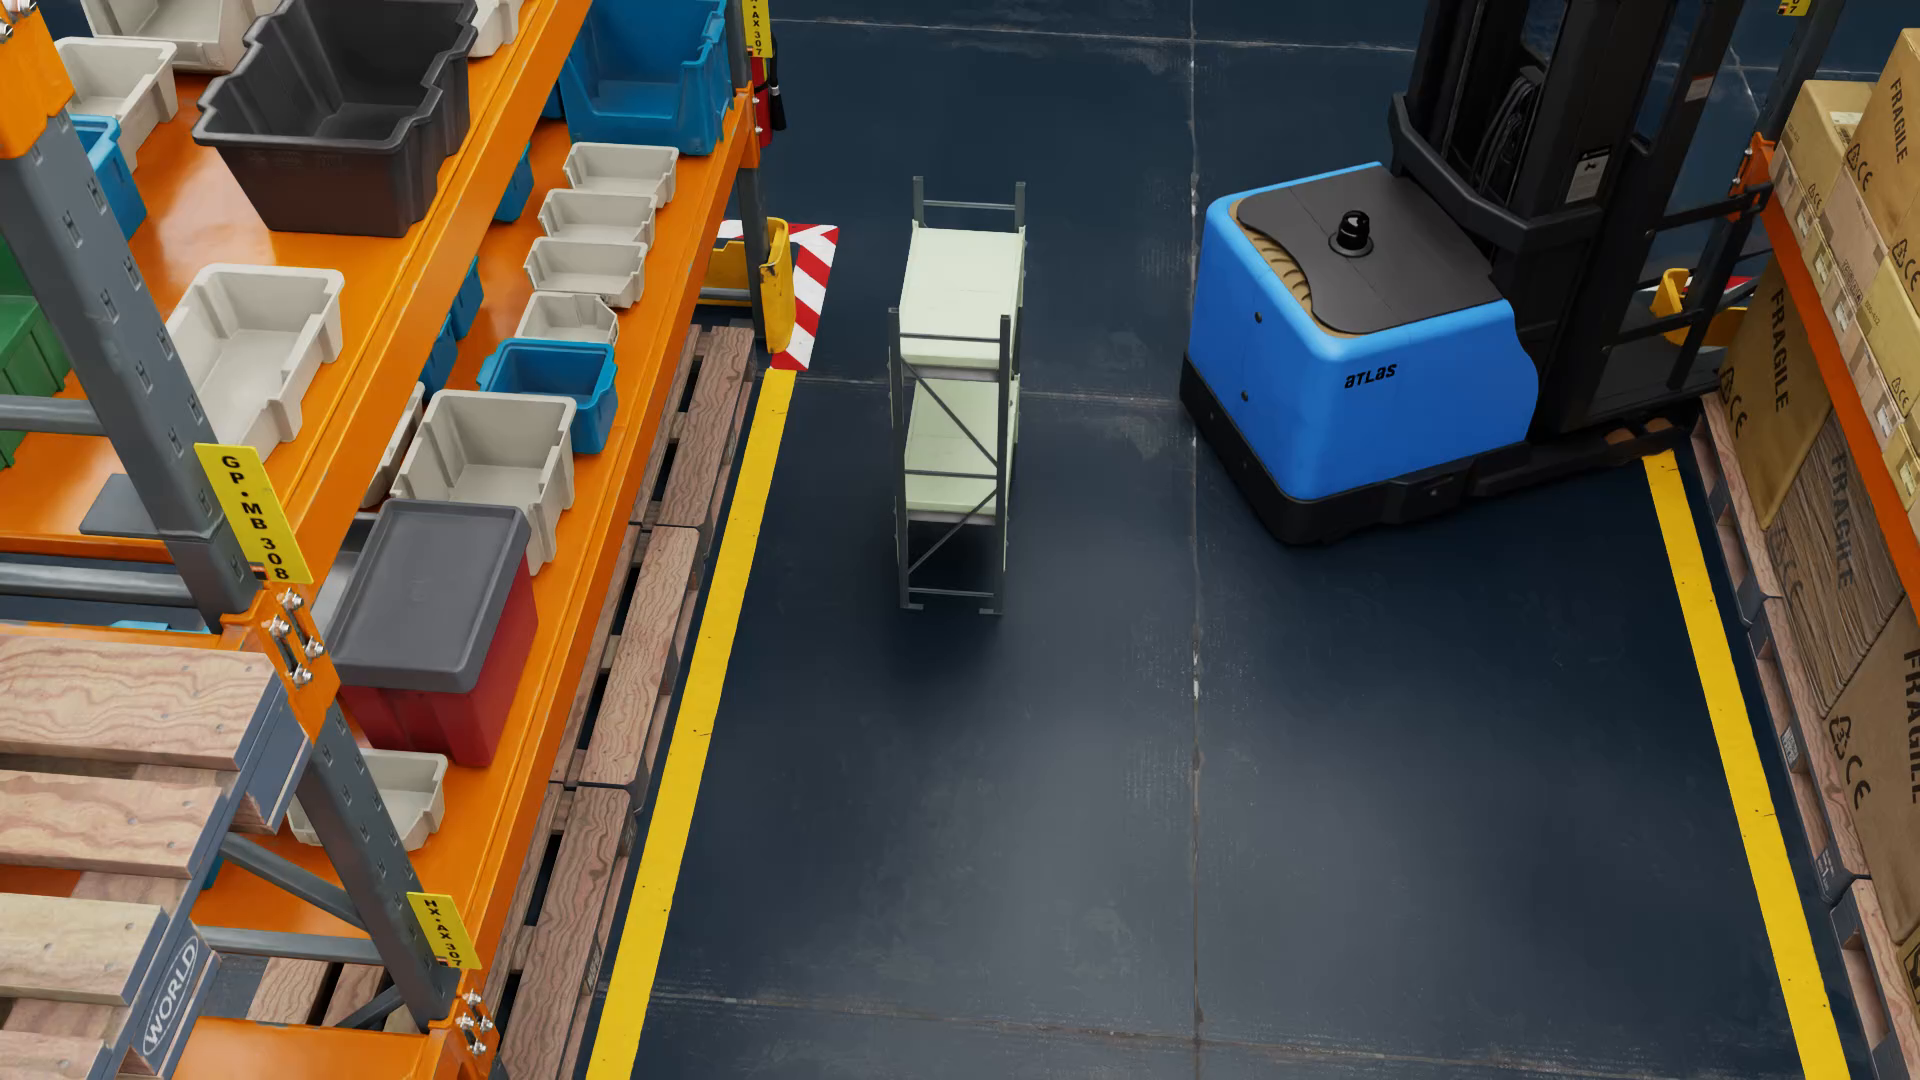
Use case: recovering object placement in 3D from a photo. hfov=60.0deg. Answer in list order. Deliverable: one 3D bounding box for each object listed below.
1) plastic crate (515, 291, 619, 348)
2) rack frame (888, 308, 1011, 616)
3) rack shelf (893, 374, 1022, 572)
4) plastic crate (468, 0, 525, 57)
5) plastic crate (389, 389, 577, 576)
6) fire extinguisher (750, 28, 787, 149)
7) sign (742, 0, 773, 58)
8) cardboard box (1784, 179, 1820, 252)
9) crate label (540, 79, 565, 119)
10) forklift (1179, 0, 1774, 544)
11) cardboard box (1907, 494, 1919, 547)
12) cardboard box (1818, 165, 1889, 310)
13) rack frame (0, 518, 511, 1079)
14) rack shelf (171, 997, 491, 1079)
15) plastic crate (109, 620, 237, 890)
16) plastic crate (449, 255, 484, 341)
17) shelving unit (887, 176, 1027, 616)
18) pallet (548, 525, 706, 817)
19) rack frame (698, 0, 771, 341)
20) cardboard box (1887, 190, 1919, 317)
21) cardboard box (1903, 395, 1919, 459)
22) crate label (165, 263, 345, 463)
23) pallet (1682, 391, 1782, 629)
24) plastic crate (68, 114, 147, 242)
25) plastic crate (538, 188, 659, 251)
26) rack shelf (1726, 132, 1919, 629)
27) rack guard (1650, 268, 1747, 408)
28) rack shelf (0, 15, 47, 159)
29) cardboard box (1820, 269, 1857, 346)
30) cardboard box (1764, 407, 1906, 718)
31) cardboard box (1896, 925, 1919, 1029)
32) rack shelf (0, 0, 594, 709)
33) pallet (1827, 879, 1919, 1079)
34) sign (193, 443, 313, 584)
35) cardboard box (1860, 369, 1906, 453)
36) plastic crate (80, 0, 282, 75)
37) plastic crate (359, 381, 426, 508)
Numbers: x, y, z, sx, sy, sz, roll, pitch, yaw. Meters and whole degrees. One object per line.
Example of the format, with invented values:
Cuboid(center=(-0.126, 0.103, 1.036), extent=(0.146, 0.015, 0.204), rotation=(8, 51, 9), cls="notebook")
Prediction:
Cuboid(center=(-1.288, -0.684, 5.507), extent=(0.298, 0.136, 0.250), rotation=(4, 48, 4), cls="plastic crate")
Cuboid(center=(-0.034, -0.232, 5.972), extent=(0.400, 1.500, 0.023), rotation=(4, 48, 4), cls="rack frame")
Cuboid(center=(-0.001, -0.281, 6.459), extent=(0.431, 0.370, 0.720), rotation=(4, 48, 4), cls="rack shelf")
Cuboid(center=(-1.284, -1.389, 4.160), extent=(0.437, 0.136, 0.530), rotation=(4, 48, 4), cls="plastic crate")
Cuboid(center=(-1.385, -0.152, 4.922), extent=(0.437, 0.282, 0.530), rotation=(4, 48, 4), cls="plastic crate")
Cuboid(center=(-0.877, -1.929, 6.813), extent=(0.296, 0.674, 0.183), rotation=(4, 48, 4), cls="fire extinguisher")
Cuboid(center=(-0.794, -2.031, 6.490), extent=(0.100, 0.325, 0.005), rotation=(4, 48, 4), cls="sign")
Cuboid(center=(3.206, -1.156, 5.971), extent=(0.380, 0.149, 0.250), rotation=(3, 48, 3), cls="cardboard box")
Cuboid(center=(-1.694, -1.806, 6.467), extent=(0.416, 0.233, 0.303), rotation=(4, 48, 4), cls="crate label")
Cuboid(center=(2.529, -1.651, 6.300), extent=(3.031, 2.935, 1.130), rotation=(-15, 49, -14), cls="forklift")
Cuboid(center=(3.067, -0.021, 4.933), extent=(0.380, 0.149, 0.250), rotation=(5, 48, 4), cls="cardboard box")
Cuboid(center=(3.236, -1.001, 5.559), extent=(0.500, 0.250, 0.500), rotation=(3, 48, 3), cls="cardboard box")
Cuboid(center=(-1.708, 0.938, 3.885), extent=(1.000, 3.000, 0.127), rotation=(4, 48, 4), cls="rack frame")
Cuboid(center=(-1.890, 2.651, 2.806), extent=(1.077, 0.370, 4.000), rotation=(4, 48, 4), cls="rack shelf")
Cuboid(center=(-2.005, 0.557, 4.204), extent=(0.392, 0.384, 0.575), rotation=(4, 48, 4), cls="plastic crate")
Cuboid(center=(-1.814, -0.838, 5.582), extent=(0.416, 0.233, 0.300), rotation=(4, 48, 4), cls="plastic crate")
Cuboid(center=(-0.001, -0.501, 6.218), extent=(0.431, 1.500, 0.755), rotation=(4, 48, 4), cls="shelving unit")
Cuboid(center=(-1.571, 0.437, 6.233), extent=(1.003, 0.211, 1.213), rotation=(4, 48, 4), cls="pallet")
Cuboid(center=(-1.343, -2.001, 6.573), extent=(1.000, 3.000, 0.127), rotation=(4, 48, 4), cls="rack frame")
Cuboid(center=(3.190, -0.888, 4.947), extent=(0.500, 0.500, 0.500), rotation=(3, 48, 2), cls="cardboard box")
Cuboid(center=(3.144, -0.248, 4.870), extent=(0.500, 0.250, 0.500), rotation=(3, 48, 3), cls="cardboard box")
Cuboid(center=(-1.375, -0.325, 3.187), extent=(0.293, 0.136, 0.466), rotation=(4, 48, 4), cls="crate label")
Cuboid(center=(3.594, -0.134, 6.756), extent=(1.003, 0.211, 1.213), rotation=(4, 48, 4), cls="pallet")
Cuboid(center=(-1.943, -0.708, 3.471), extent=(0.416, 0.233, 0.300), rotation=(4, 48, 4), cls="plastic crate")
Cuboid(center=(-1.278, -1.109, 5.895), extent=(0.396, 0.136, 0.243), rotation=(4, 48, 4), cls="plastic crate")
Cuboid(center=(3.407, 0.044, 5.190), extent=(1.077, 0.370, 4.000), rotation=(4, 48, 4), cls="rack shelf")
Cuboid(center=(3.591, -0.842, 7.207), extent=(1.175, 0.500, 0.348), rotation=(4, 48, 4), cls="rack guard")
Cuboid(center=(-1.890, 0.761, 0.740), extent=(1.077, 0.370, 4.000), rotation=(4, 48, 4), cls="rack shelf")
Cuboid(center=(3.161, -0.776, 5.623), extent=(0.380, 0.149, 0.250), rotation=(3, 48, 3), cls="cardboard box")
Cuboid(center=(3.528, 0.052, 5.851), extent=(0.875, 0.875, 0.875), rotation=(4, 48, 4), cls="cardboard box")
Cuboid(center=(3.364, 1.367, 4.648), extent=(0.875, 0.875, 0.875), rotation=(4, 48, 4), cls="cardboard box")
Cuboid(center=(-1.526, -1.301, 4.388), extent=(1.077, 0.370, 4.000), rotation=(4, 48, 4), cls="rack shelf")
Cuboid(center=(3.372, 1.659, 5.116), extent=(1.003, 0.211, 1.213), rotation=(4, 48, 4), cls="pallet")
Cuboid(center=(-1.160, -0.039, 2.740), extent=(0.100, 0.325, 0.005), rotation=(4, 48, 4), cls="sign")
Cuboid(center=(3.113, -0.400, 5.279), extent=(0.380, 0.149, 0.250), rotation=(3, 48, 3), cls="cardboard box")
Cuboid(center=(-1.853, -1.366, 4.040), extent=(0.437, 0.282, 0.530), rotation=(4, 48, 4), cls="plastic crate")
Cuboid(center=(-1.848, -0.293, 5.149), extent=(0.293, 0.136, 0.466), rotation=(4, 48, 4), cls="plastic crate")
